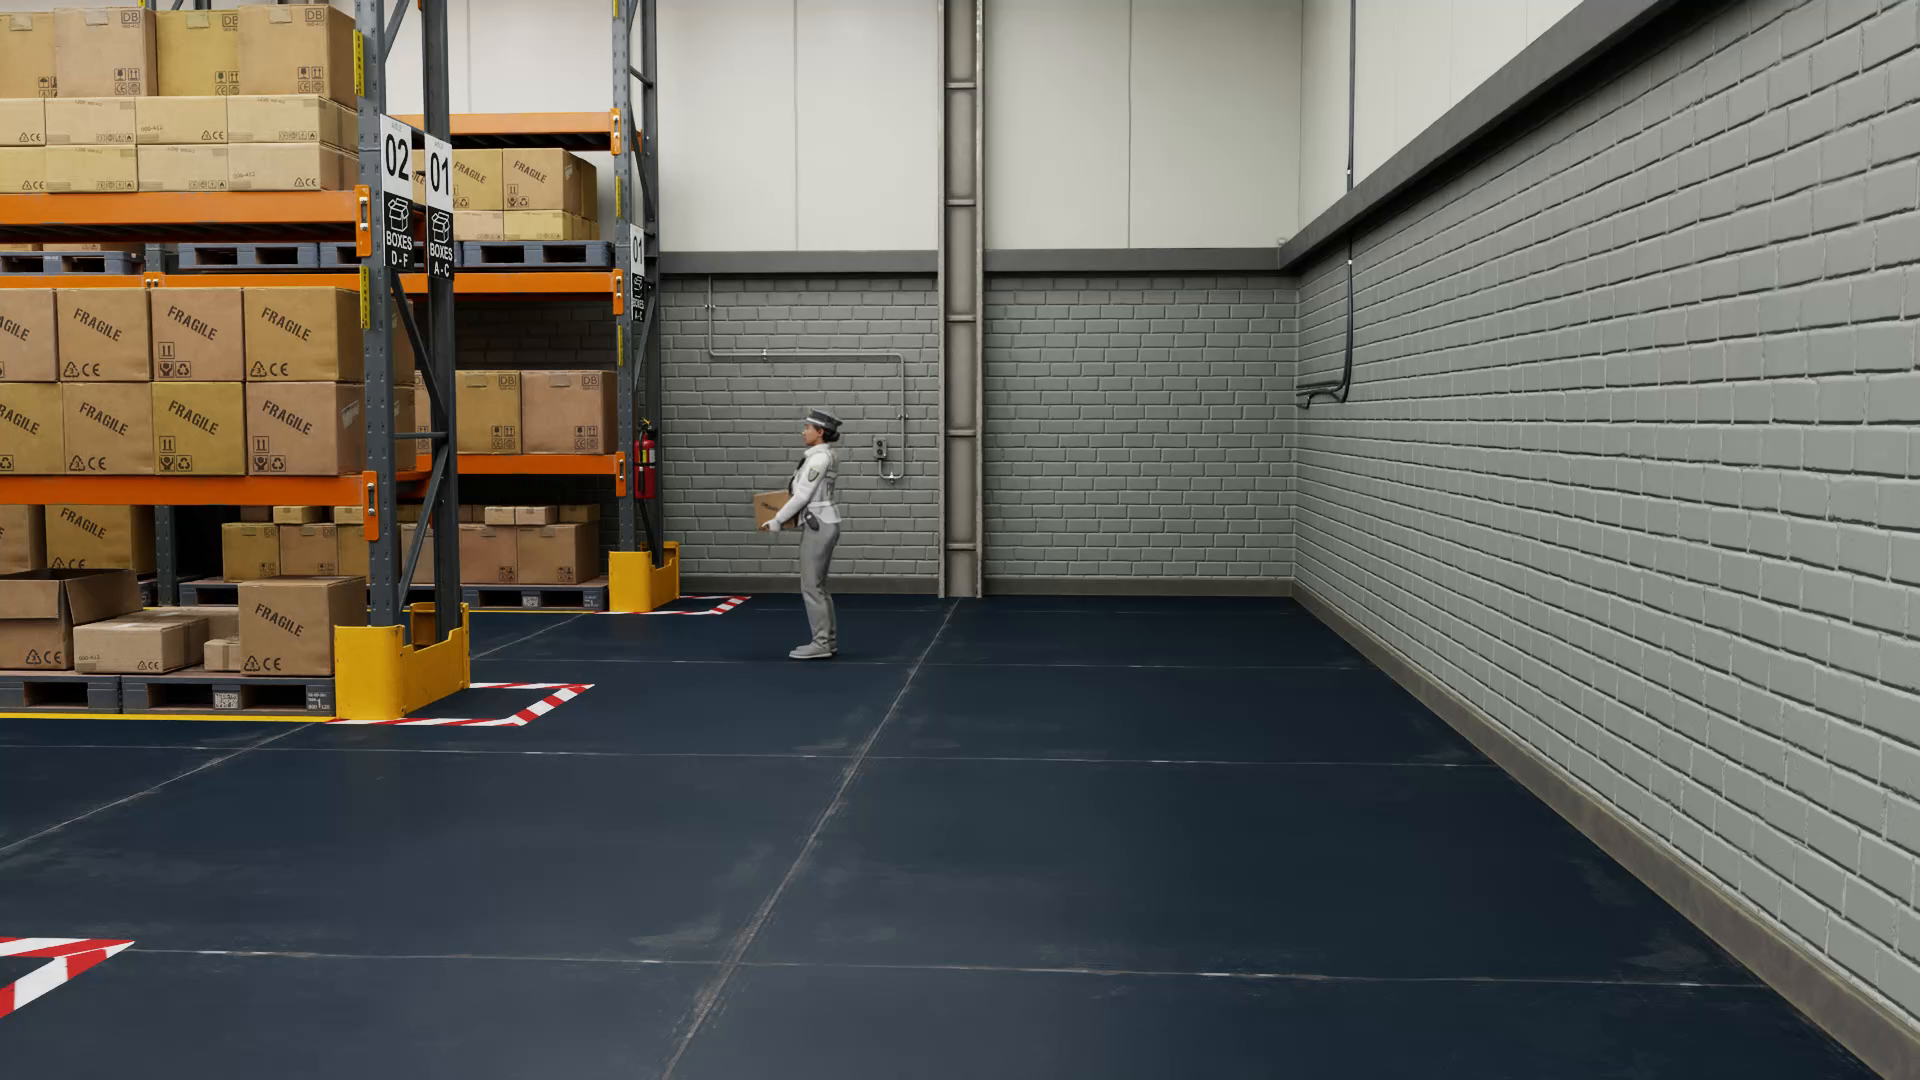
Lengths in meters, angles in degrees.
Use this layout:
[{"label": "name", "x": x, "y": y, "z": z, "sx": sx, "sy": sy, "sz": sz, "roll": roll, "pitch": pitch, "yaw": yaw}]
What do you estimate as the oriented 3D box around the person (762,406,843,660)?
[{"label": "person", "x": -1.047, "y": -0.052, "z": 11.191, "sx": 0.530, "sy": 1.691, "sz": 0.447, "roll": 0, "pitch": 4, "yaw": 3}]
